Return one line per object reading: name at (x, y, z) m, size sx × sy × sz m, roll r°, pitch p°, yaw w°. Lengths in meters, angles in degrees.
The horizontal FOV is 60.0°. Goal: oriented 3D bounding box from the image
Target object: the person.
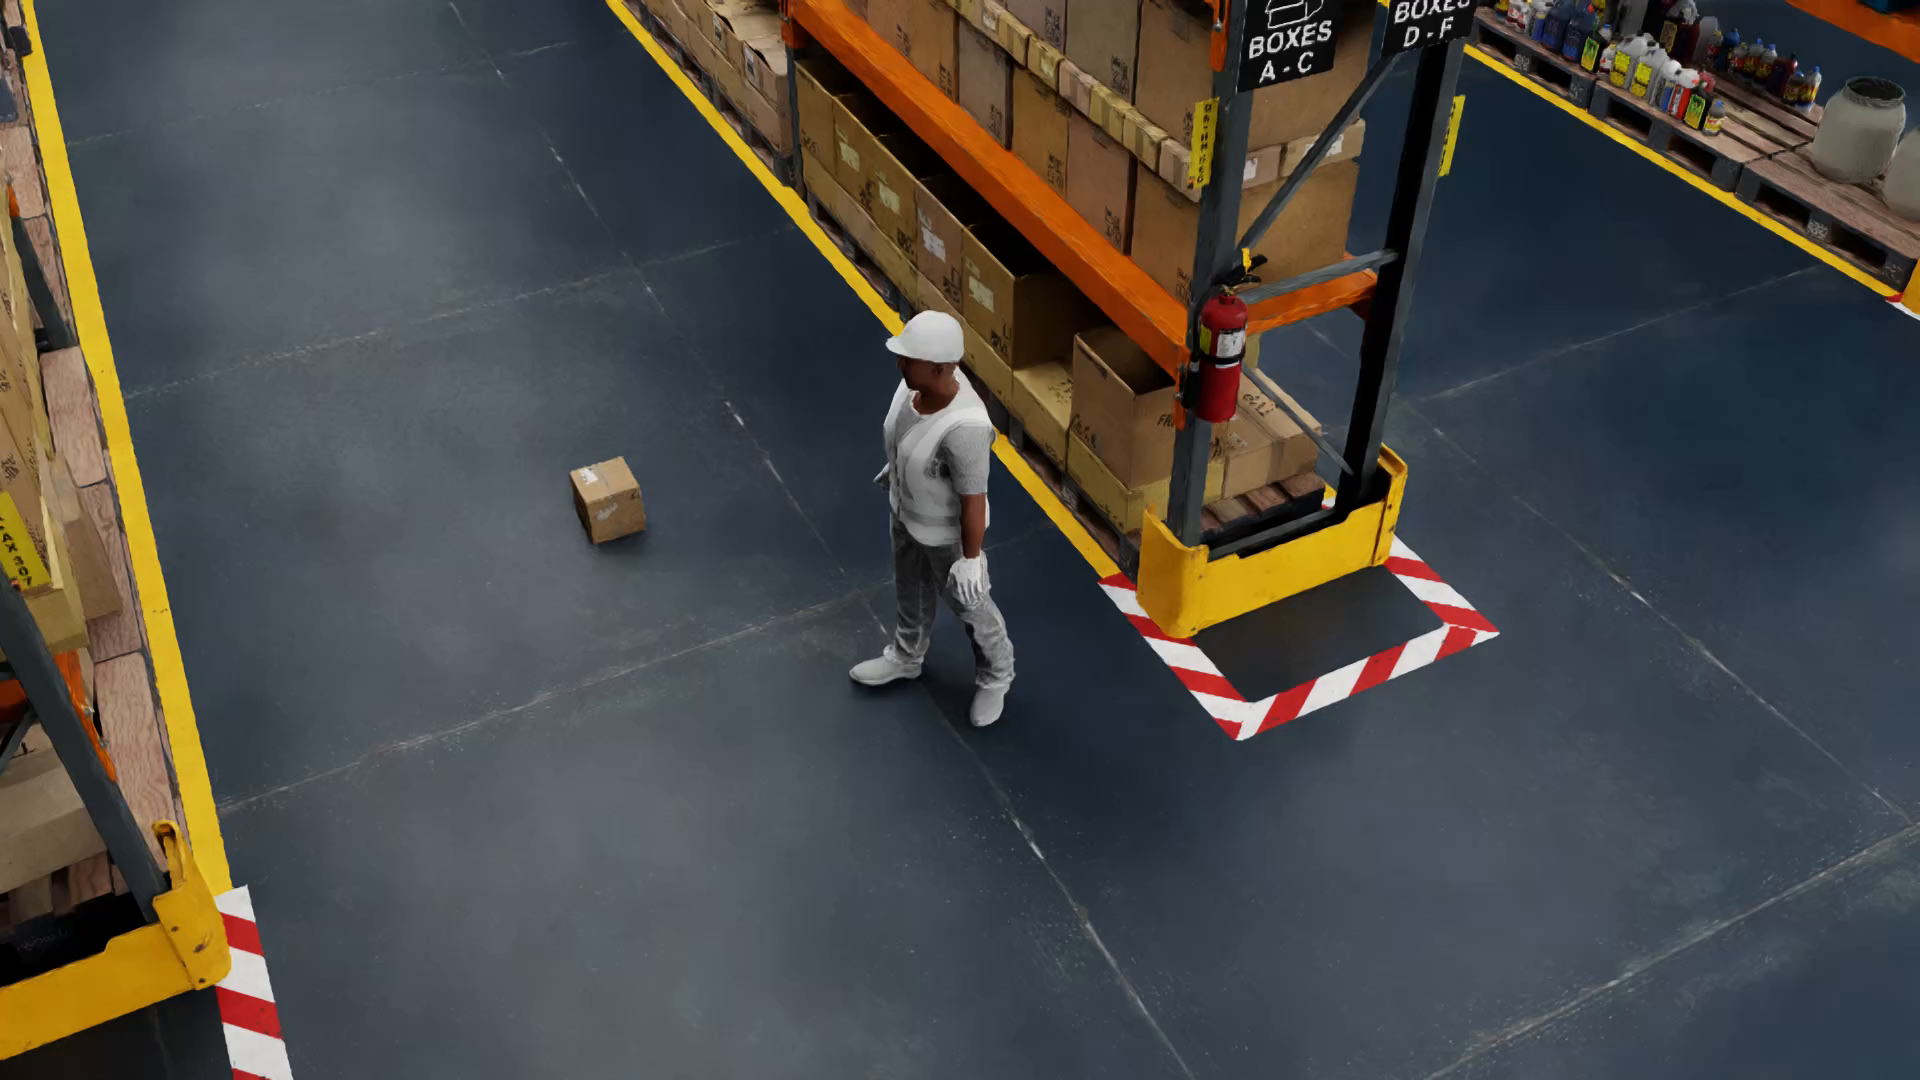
person at (-0.131, -0.097, 6.234) m, size 0.589 × 1.787 × 0.734 m, roll -18°, pitch 44°, yaw -20°
